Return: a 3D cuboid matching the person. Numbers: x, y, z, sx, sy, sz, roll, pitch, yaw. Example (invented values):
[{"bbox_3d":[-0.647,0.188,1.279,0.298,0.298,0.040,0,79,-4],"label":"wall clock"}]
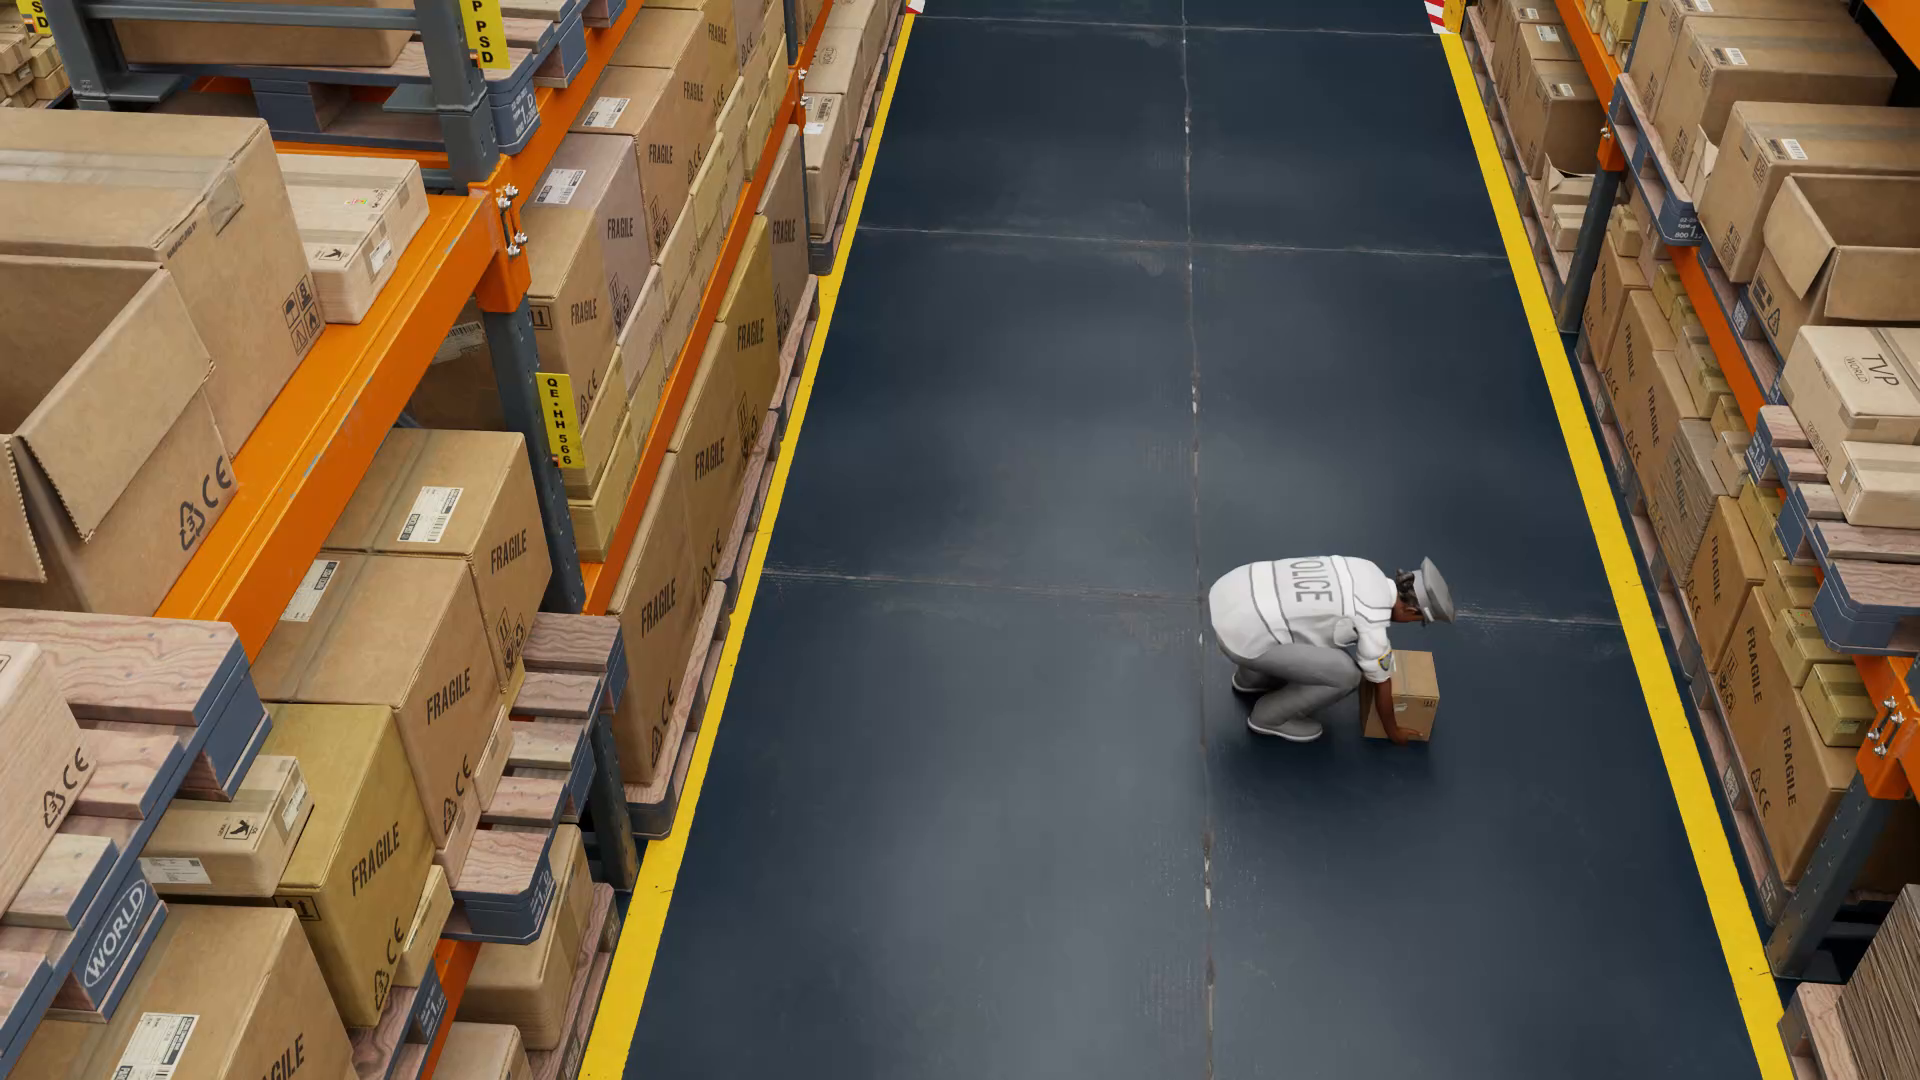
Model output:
[{"bbox_3d":[1.408,0.401,6.404,0.926,0.763,0.449,2,40,3],"label":"person"}]
